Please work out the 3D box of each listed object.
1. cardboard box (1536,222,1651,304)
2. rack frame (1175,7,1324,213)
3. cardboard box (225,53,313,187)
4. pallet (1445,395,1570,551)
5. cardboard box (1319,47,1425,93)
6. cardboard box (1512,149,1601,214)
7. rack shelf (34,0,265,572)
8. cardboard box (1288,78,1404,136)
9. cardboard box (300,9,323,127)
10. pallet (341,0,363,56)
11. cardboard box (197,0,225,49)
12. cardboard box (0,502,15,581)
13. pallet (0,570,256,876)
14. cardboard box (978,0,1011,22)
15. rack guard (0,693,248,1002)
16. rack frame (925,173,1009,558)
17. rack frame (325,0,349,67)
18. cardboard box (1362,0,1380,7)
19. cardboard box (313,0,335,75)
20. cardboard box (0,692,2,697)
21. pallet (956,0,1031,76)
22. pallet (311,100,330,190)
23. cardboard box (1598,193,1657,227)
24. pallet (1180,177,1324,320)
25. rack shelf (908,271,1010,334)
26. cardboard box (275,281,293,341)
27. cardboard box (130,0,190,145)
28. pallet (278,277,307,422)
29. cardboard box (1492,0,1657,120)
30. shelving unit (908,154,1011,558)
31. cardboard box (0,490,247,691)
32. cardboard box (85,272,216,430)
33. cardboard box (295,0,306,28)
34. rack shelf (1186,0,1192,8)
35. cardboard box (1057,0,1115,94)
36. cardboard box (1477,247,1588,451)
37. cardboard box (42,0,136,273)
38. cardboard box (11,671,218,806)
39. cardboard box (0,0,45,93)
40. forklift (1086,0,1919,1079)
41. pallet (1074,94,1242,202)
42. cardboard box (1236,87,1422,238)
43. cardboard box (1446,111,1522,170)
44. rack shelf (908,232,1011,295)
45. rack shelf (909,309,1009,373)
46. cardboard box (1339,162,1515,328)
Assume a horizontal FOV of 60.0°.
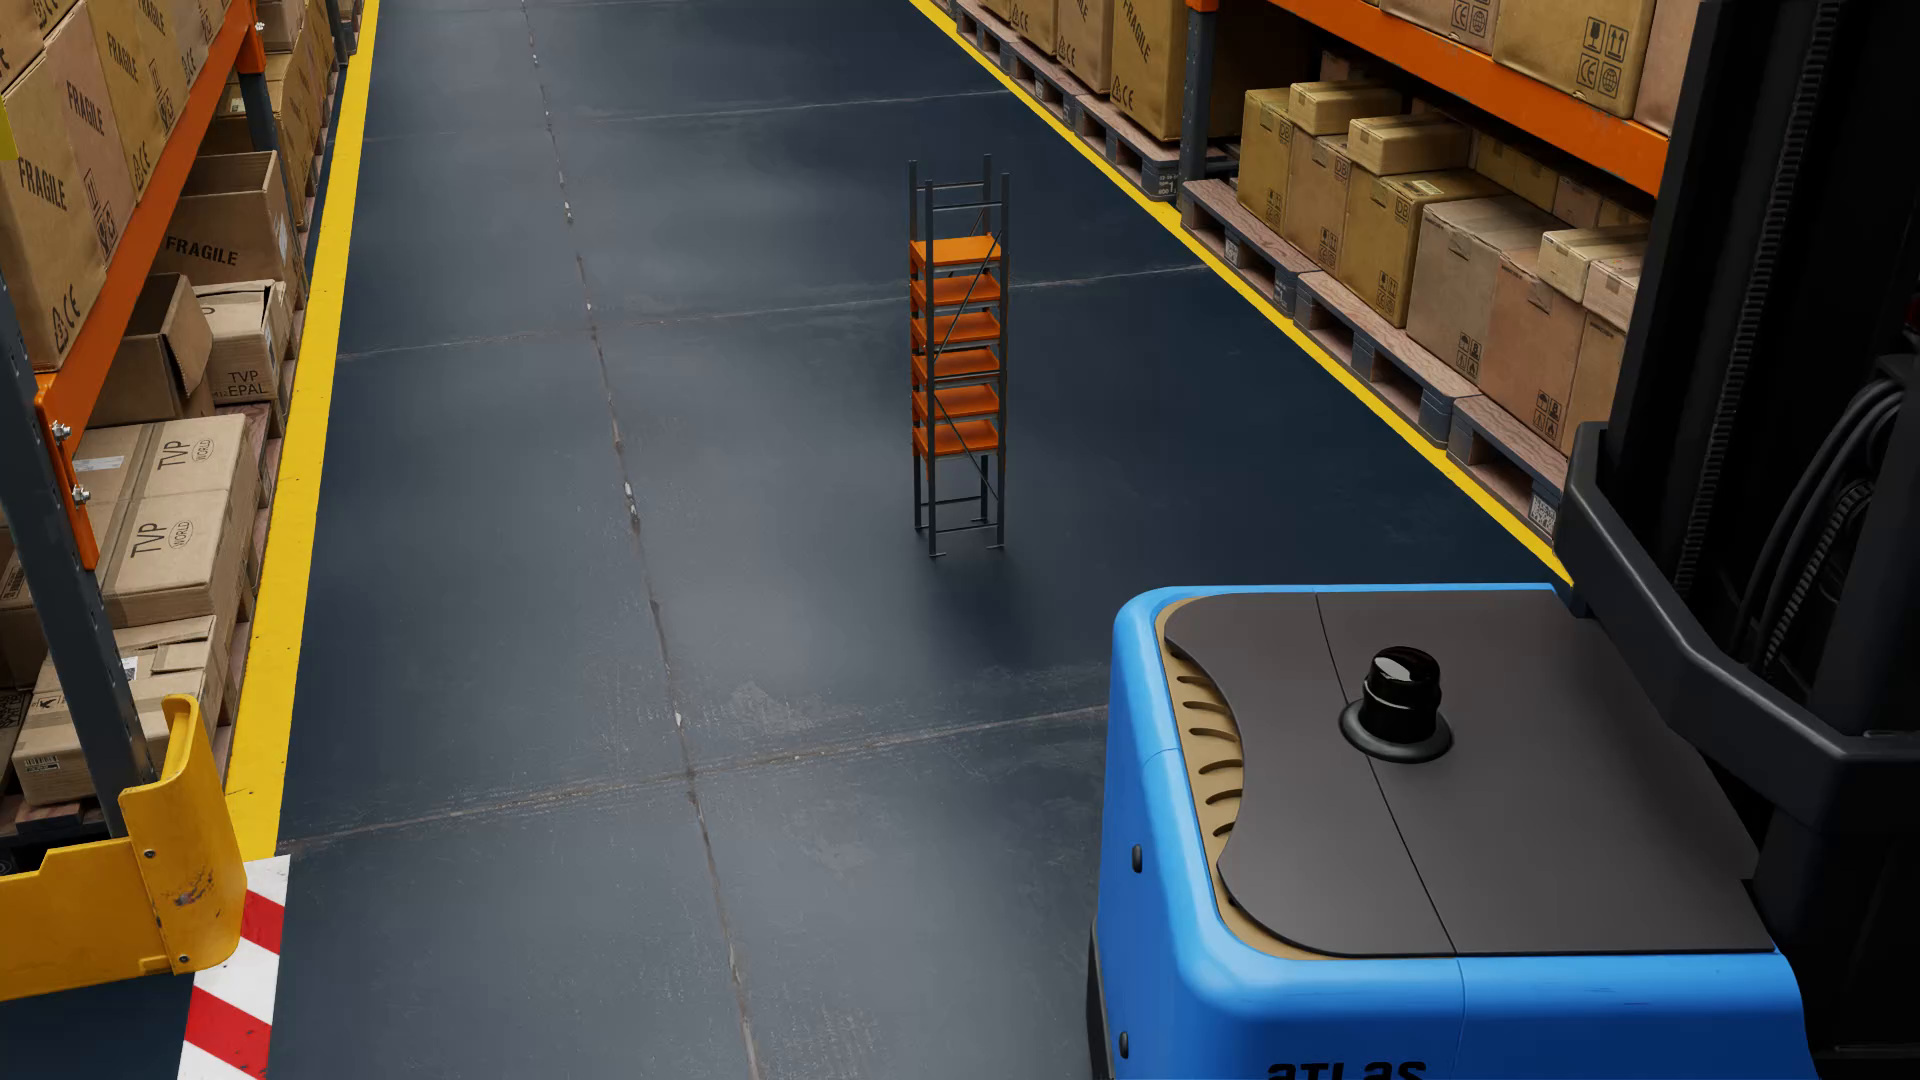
[{"bbox_3d":[2.037,-0.864,5.178,0.380,0.149,0.250,-7,31,-12],"label":"cardboard box"},{"bbox_3d":[1.536,-2.930,7.317,1.000,3.000,0.127,-8,31,-13],"label":"rack frame"},{"bbox_3d":[-3.285,-1.900,7.594,0.500,0.500,0.500,-7,31,-13],"label":"cardboard box"},{"bbox_3d":[2.310,-0.167,5.327,1.003,0.211,1.213,-8,31,-13],"label":"pallet"},{"bbox_3d":[1.789,-2.032,7.195,0.380,0.149,0.250,-8,31,-14],"label":"cardboard box"},{"bbox_3d":[2.203,-1.282,5.898,0.380,0.149,0.250,-8,31,-13],"label":"cardboard box"},{"bbox_3d":[-2.708,-0.992,4.688,1.077,0.370,4.000,-8,31,-13],"label":"rack shelf"},{"bbox_3d":[1.551,-1.746,6.700,0.380,0.149,0.250,-7,31,-12],"label":"cardboard box"},{"bbox_3d":[-3.544,-2.387,8.435,0.500,0.500,0.500,-9,31,-15],"label":"cardboard box"},{"bbox_3d":[-4.482,-3.397,10.908,1.003,0.211,1.213,-8,31,-13],"label":"pallet"},{"bbox_3d":[-2.721,-1.856,5.363,0.500,0.500,0.500,-7,31,-12],"label":"cardboard box"},{"bbox_3d":[-2.782,-0.030,4.614,0.500,0.250,0.500,-8,31,-13],"label":"cardboard box"},{"bbox_3d":[-2.410,0.448,4.266,1.003,0.211,1.213,-8,31,-13],"label":"pallet"},{"bbox_3d":[0.543,-3.740,10.445,0.750,0.750,0.750,-8,31,-14],"label":"cardboard box"},{"bbox_3d":[-2.198,0.708,3.528,1.175,0.500,0.348,-8,31,-13],"label":"rack guard"},{"bbox_3d":[0.020,-0.482,4.885,0.240,1.200,0.006,-8,31,-13],"label":"rack frame"},{"bbox_3d":[-4.301,-4.201,9.514,1.000,3.000,0.127,-8,31,-13],"label":"rack frame"},{"bbox_3d":[1.853,-2.442,6.175,0.980,0.700,0.700,-9,31,-15],"label":"cardboard box"},{"bbox_3d":[-3.826,-2.889,9.303,0.500,0.500,0.500,-7,31,-11],"label":"cardboard box"},{"bbox_3d":[-2.559,0.324,3.752,0.500,0.500,0.500,-8,31,-13],"label":"cardboard box"},{"bbox_3d":[0.611,-3.264,10.678,1.003,0.211,1.213,-8,31,-13],"label":"pallet"},{"bbox_3d":[-3.819,-2.040,8.565,1.003,0.211,1.213,-8,31,-13],"label":"pallet"},{"bbox_3d":[2.340,-1.035,5.472,0.380,0.149,0.250,-8,31,-13],"label":"cardboard box"},{"bbox_3d":[1.662,-1.345,7.363,1.003,0.211,1.213,-8,31,-13],"label":"pallet"},{"bbox_3d":[-0.004,-0.696,4.864,0.258,0.103,0.180,-8,31,-13],"label":"rack shelf"},{"bbox_3d":[-2.657,-0.815,6.071,0.380,0.149,0.250,-8,31,-13],"label":"cardboard box"},{"bbox_3d":[-2.444,-1.363,4.510,0.500,0.500,0.500,-7,31,-13],"label":"cardboard box"},{"bbox_3d":[-3.058,-0.730,6.302,1.003,0.211,1.213,-8,31,-13],"label":"pallet"},{"bbox_3d":[2.249,-1.722,4.932,0.980,0.700,0.700,-8,31,-14],"label":"cardboard box"},{"bbox_3d":[-0.004,-0.526,4.962,0.258,1.200,0.189,-8,31,-13],"label":"shelving unit"},{"bbox_3d":[-2.181,0.120,4.353,0.500,0.250,0.500,-8,31,-13],"label":"cardboard box"},{"bbox_3d":[-2.735,-0.473,5.125,0.797,0.503,0.637,-8,31,-13],"label":"cardboard box"},{"bbox_3d":[-3.532,-2.694,8.217,0.500,0.250,0.500,-8,31,-14],"label":"cardboard box"},{"bbox_3d":[1.005,-3.584,9.166,1.077,0.370,4.000,-8,31,-13],"label":"rack shelf"},{"bbox_3d":[0.999,-2.907,9.004,0.750,0.750,0.750,-7,31,-12],"label":"cardboard box"},{"bbox_3d":[2.183,-0.664,5.479,0.700,0.500,0.500,-8,31,-13],"label":"cardboard box"},{"bbox_3d":[-2.183,-0.878,3.674,0.500,0.500,0.500,-8,31,-14],"label":"cardboard box"},{"bbox_3d":[-1.957,0.458,3.871,0.380,0.149,0.250,-8,31,-13],"label":"cardboard box"},{"bbox_3d":[-2.041,-1.063,2.994,0.500,0.500,0.500,-7,31,-12],"label":"cardboard box"},{"bbox_3d":[1.782,-0.033,2.382,3.031,2.935,1.130,-1,30,-1],"label":"forklift"},{"bbox_3d":[1.258,-2.085,8.642,1.003,0.211,1.213,-8,31,-13],"label":"pallet"},{"bbox_3d":[1.636,-1.655,7.191,0.700,0.500,0.500,-7,31,-13],"label":"cardboard box"},{"bbox_3d":[2.067,-1.528,6.325,0.380,0.149,0.250,-8,31,-13],"label":"cardboard box"},{"bbox_3d":[-0.004,-0.799,4.803,0.258,0.103,0.180,-8,31,-13],"label":"rack shelf"},{"bbox_3d":[-0.004,-0.592,4.924,0.258,0.103,0.180,-8,31,-13],"label":"rack shelf"},{"bbox_3d":[1.900,-1.164,6.342,0.700,0.500,0.500,-7,31,-12],"label":"cardboard box"}]
